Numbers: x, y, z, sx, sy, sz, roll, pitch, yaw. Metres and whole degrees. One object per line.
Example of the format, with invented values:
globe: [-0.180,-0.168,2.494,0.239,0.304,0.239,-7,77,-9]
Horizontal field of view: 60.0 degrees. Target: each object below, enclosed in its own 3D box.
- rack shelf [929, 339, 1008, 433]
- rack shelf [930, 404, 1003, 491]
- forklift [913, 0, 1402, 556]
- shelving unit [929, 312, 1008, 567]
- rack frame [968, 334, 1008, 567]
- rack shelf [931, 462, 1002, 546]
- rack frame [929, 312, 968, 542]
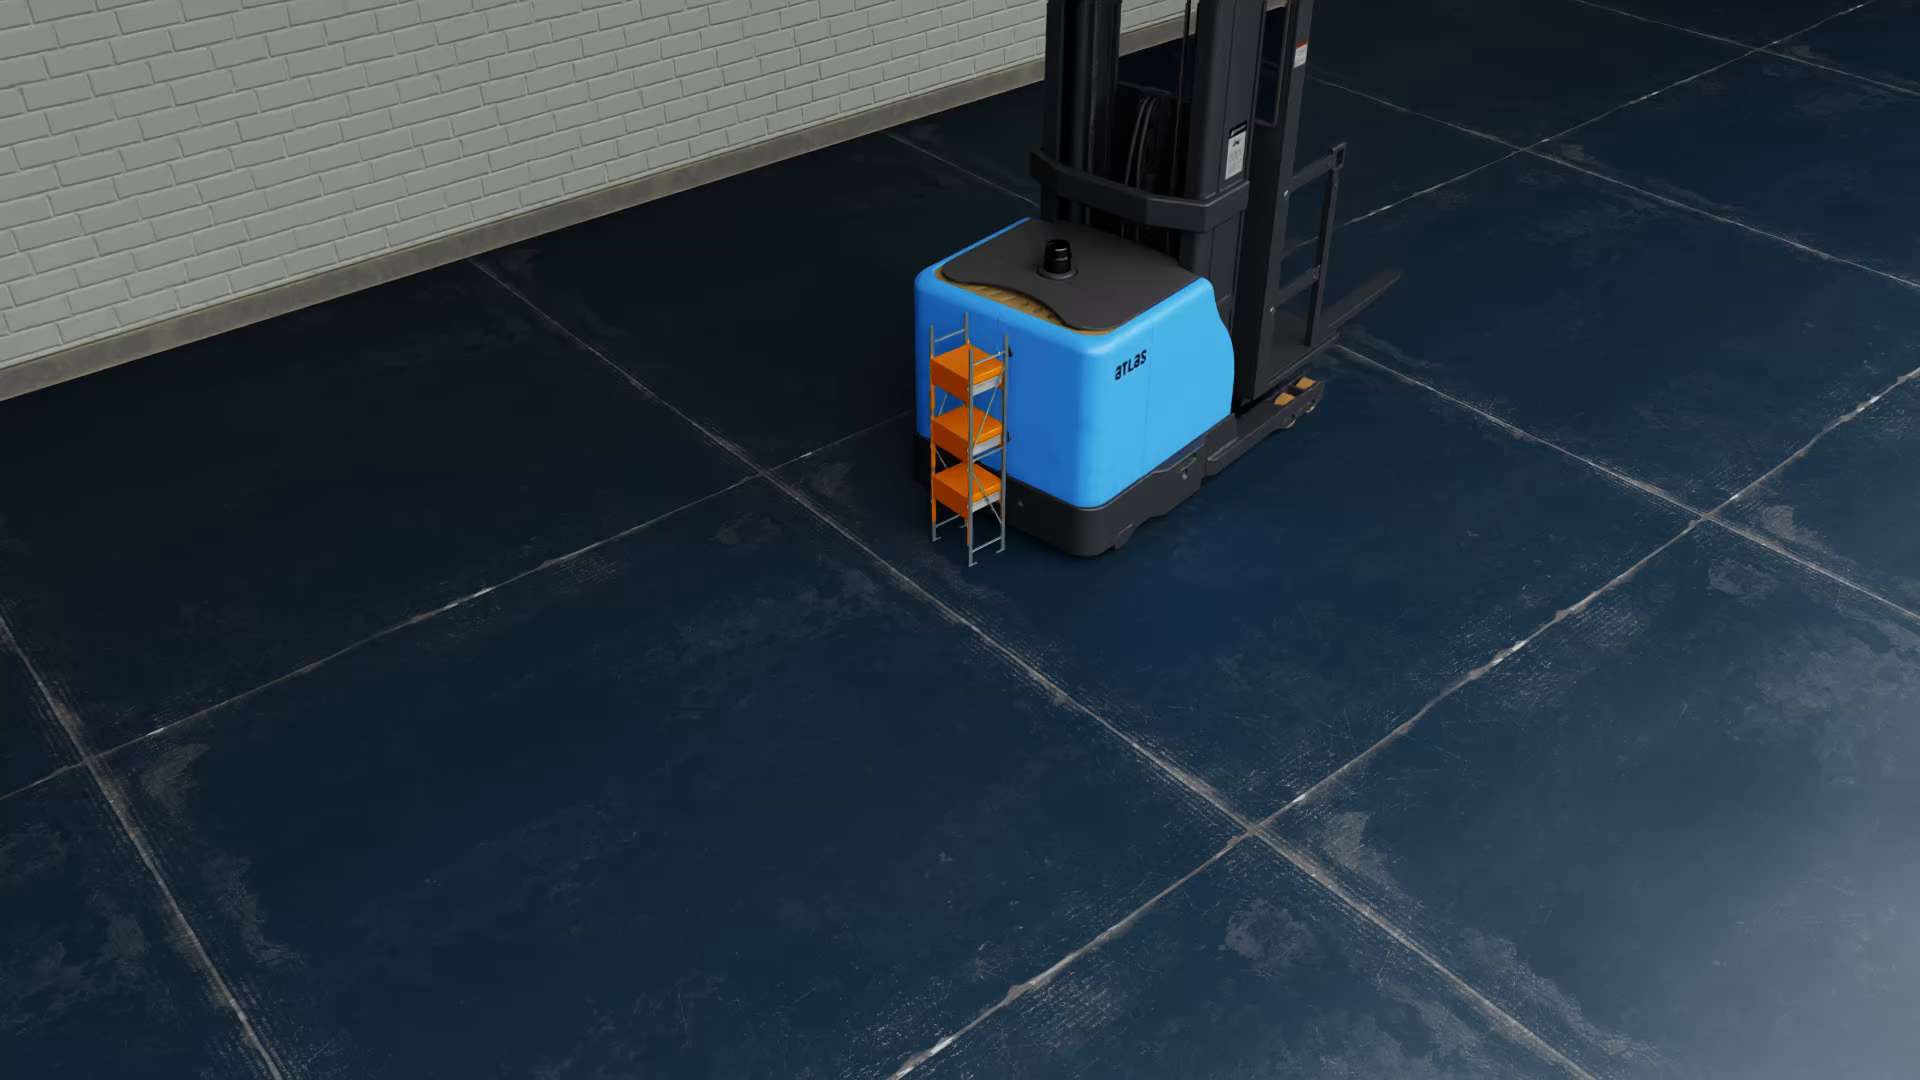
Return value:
rack shelf: [0.035,-0.628,6.755,0.215,0.259,0.240,-26,43,-32]
rack shelf: [0.035,-0.396,6.919,0.215,0.259,0.240,-26,43,-32]
forklift: [1.126,-1.904,7.403,1.130,2.935,3.031,26,43,32]
shelving unit: [0.035,-0.405,6.913,0.215,1.050,0.252,-26,43,-32]
rack frame: [0.113,-0.351,6.837,0.200,1.050,0.008,-26,43,-32]
rack shelf: [0.035,-0.169,7.080,0.215,0.259,0.240,-26,43,-32]
rack frame: [-0.044,-0.459,6.989,0.200,1.050,0.008,-26,43,-32]
